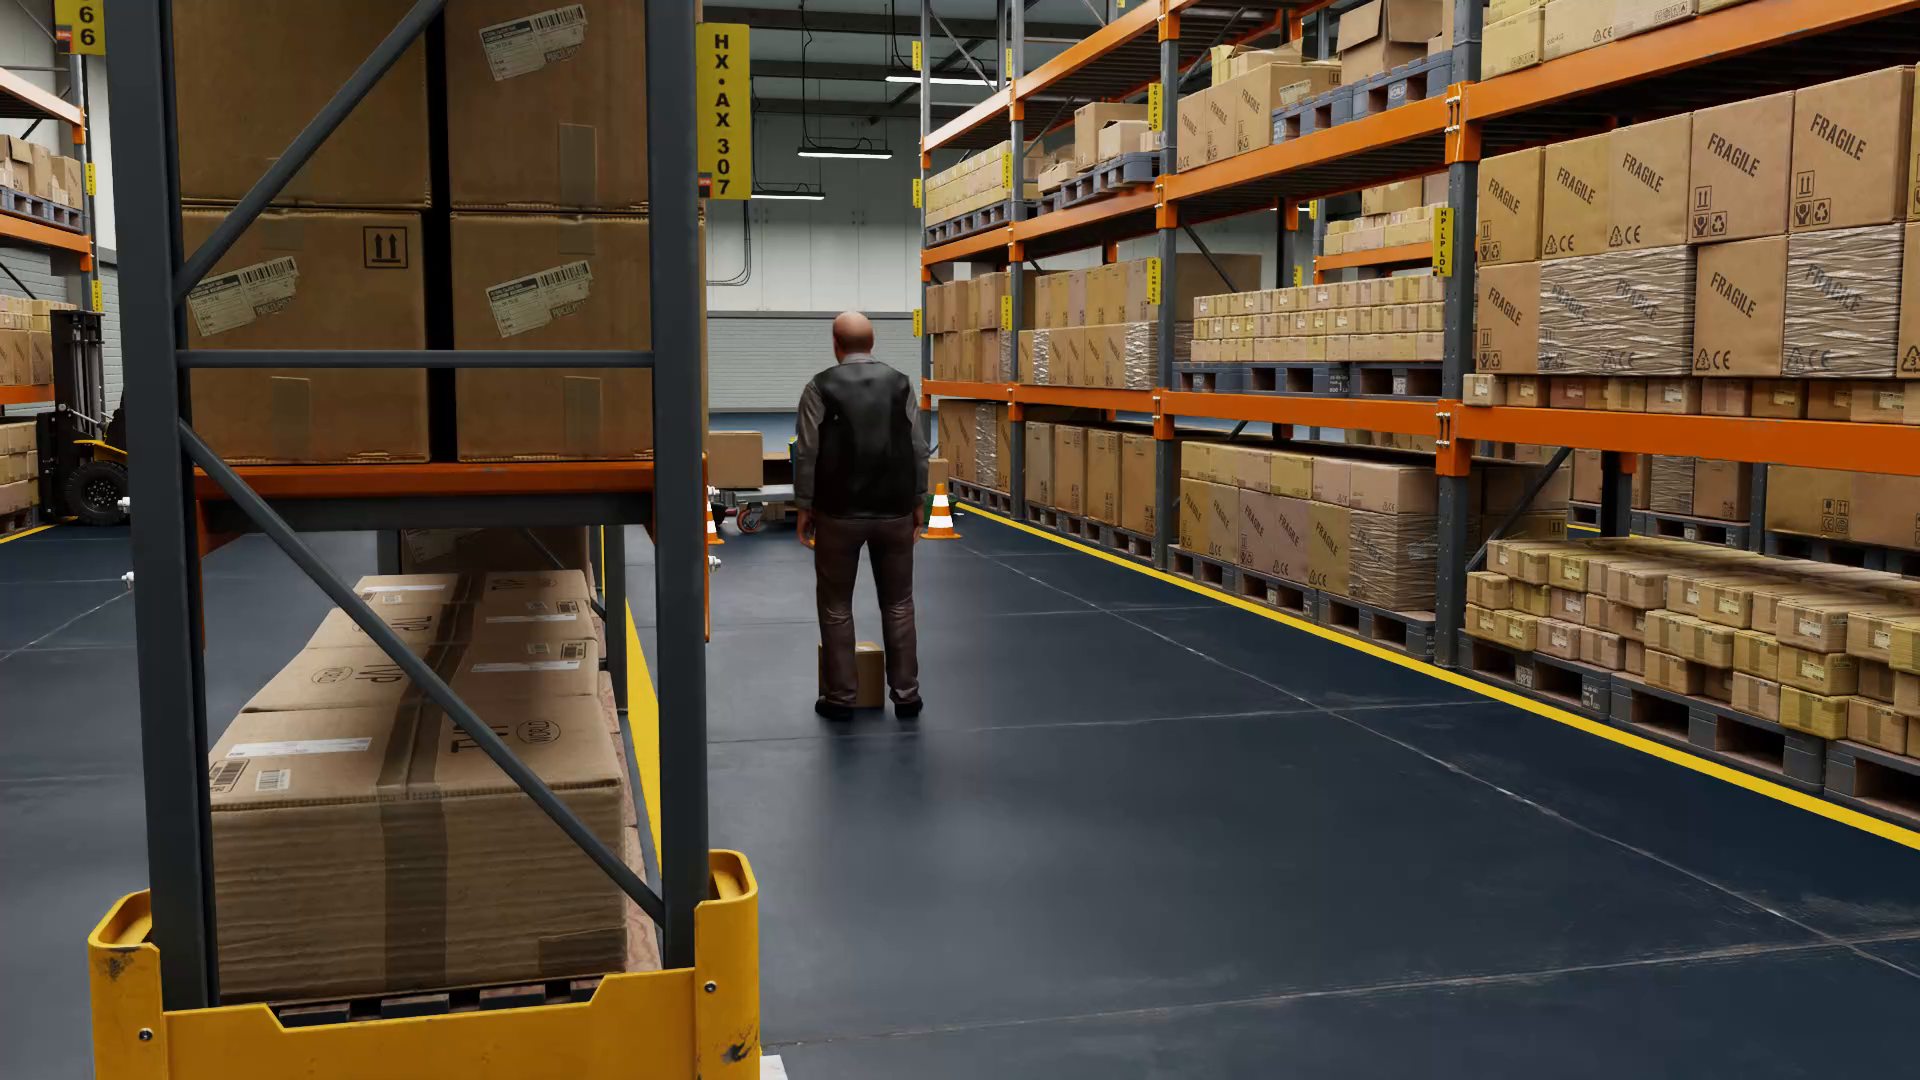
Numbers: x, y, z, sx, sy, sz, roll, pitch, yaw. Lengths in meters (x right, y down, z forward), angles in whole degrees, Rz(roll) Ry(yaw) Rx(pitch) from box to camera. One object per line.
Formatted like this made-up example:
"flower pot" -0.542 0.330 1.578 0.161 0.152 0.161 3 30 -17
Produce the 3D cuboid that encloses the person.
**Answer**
"person" -0.419 -0.105 7.052 0.585 1.720 0.379 -2 6 -17
